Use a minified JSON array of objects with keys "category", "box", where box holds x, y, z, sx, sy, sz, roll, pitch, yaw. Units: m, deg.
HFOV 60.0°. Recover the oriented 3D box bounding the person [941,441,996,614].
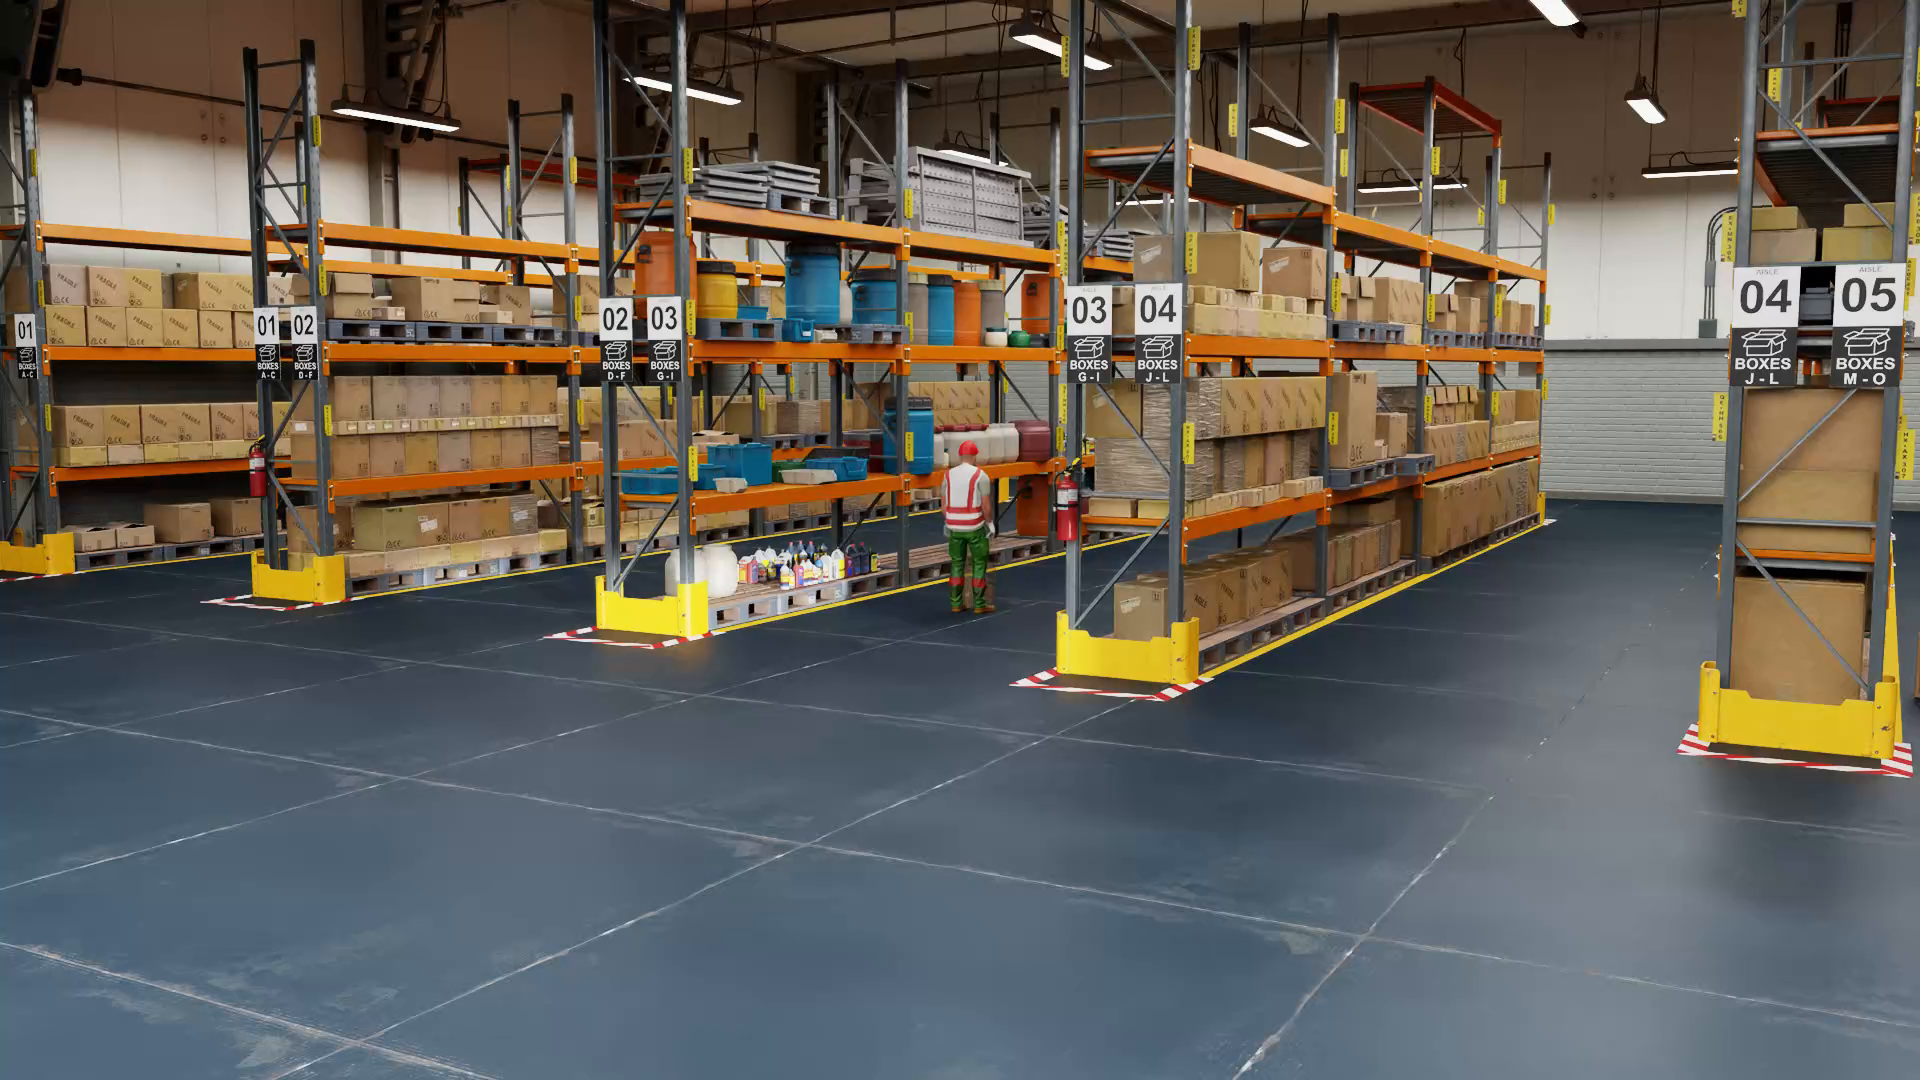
[{"category":"person","box":[0.082,-0.135,17.319,0.579,1.780,0.441,3,7,26]}]
